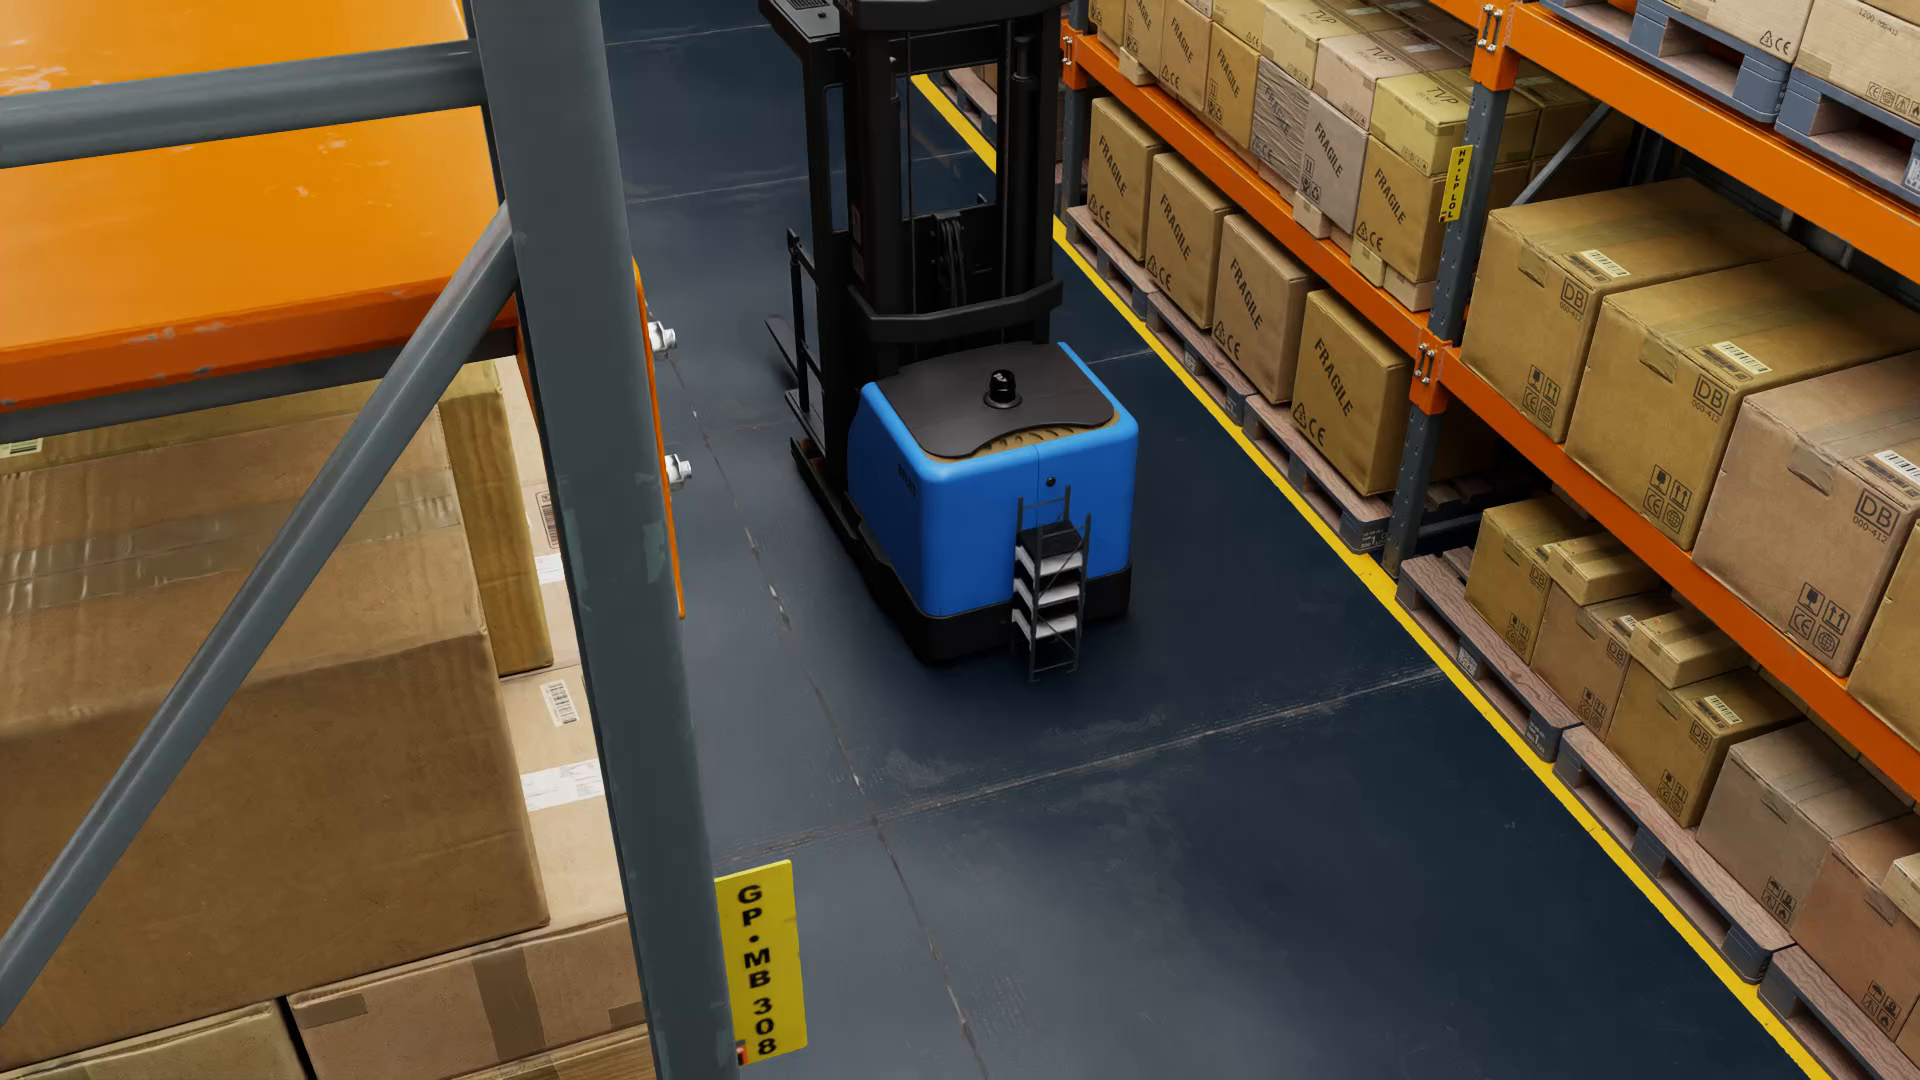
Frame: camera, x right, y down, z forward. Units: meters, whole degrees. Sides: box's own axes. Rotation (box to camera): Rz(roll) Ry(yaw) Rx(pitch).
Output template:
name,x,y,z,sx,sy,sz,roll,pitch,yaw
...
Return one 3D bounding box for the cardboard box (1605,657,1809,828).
name,x,y,z,sx,sy,sz,roll,pitch,yaw
cardboard box,3.039,0.709,6.544,0.700,0.500,0.500,-12,39,-15

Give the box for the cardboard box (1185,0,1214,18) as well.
name,x,y,z,sx,sy,sz,roll,pitch,yaw
cardboard box,1.432,-2.971,8.731,0.500,0.250,0.500,-12,39,-16

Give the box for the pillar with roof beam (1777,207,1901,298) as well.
name,x,y,z,sx,sy,sz,roll,pitch,yaw
pillar with roof beam,-0.456,-2.428,3.995,9.100,9.000,0.400,-12,39,-16

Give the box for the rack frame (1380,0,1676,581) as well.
name,x,y,z,sx,sy,sz,roll,pitch,yaw
rack frame,2.533,-1.140,7.270,1.000,3.000,0.127,-12,39,-16

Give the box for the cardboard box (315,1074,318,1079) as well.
name,x,y,z,sx,sy,sz,roll,pitch,yaw
cardboard box,-1.164,0.774,2.361,0.500,0.250,0.500,-12,39,-16

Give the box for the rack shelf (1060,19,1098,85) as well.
name,x,y,z,sx,sy,sz,roll,pitch,yaw
rack shelf,0.469,-4.242,11.986,1.077,0.370,4.000,-12,39,-16

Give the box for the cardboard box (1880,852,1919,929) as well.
name,x,y,z,sx,sy,sz,roll,pitch,yaw
cardboard box,3.271,1.138,5.436,0.380,0.149,0.250,-11,38,-15

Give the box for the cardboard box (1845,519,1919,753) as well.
name,x,y,z,sx,sy,sz,roll,pitch,yaw
cardboard box,3.464,0.305,5.102,0.980,0.700,0.700,-13,39,-16

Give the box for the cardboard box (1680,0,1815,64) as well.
name,x,y,z,sx,sy,sz,roll,pitch,yaw
cardboard box,2.686,-1.750,5.280,0.500,0.250,0.500,-13,39,-17

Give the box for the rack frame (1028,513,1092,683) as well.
name,x,y,z,sx,sy,sz,roll,pitch,yaw
rack frame,0.425,0.264,7.152,0.240,0.900,0.006,-14,42,-17

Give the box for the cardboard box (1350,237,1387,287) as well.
name,x,y,z,sx,sy,sz,roll,pitch,yaw
cardboard box,2.042,-1.318,7.698,0.380,0.149,0.250,-12,39,-15

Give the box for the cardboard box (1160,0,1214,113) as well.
name,x,y,z,sx,sy,sz,roll,pitch,yaw
cardboard box,1.425,-2.660,8.942,0.500,0.500,0.500,-13,39,-16

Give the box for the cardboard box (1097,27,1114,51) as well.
name,x,y,z,sx,sy,sz,roll,pitch,yaw
cardboard box,1.053,-3.073,10.029,0.380,0.149,0.250,-13,39,-17

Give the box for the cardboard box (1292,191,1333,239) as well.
name,x,y,z,sx,sy,sz,roll,pitch,yaw
cardboard box,1.849,-1.610,8.087,0.380,0.149,0.250,-12,39,-16

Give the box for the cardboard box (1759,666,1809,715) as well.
name,x,y,z,sx,sy,sz,roll,pitch,yaw
cardboard box,3.281,0.487,6.300,0.380,0.149,0.250,-13,39,-17

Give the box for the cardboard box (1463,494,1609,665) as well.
name,x,y,z,sx,sy,sz,roll,pitch,yaw
cardboard box,2.694,0.135,7.307,0.700,0.500,0.500,-12,39,-15

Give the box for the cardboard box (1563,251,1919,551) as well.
name,x,y,z,sx,sy,sz,roll,pitch,yaw
cardboard box,2.951,-0.536,6.220,0.980,0.700,0.700,-13,39,-17

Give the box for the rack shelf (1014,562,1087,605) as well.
name,x,y,z,sx,sy,sz,roll,pitch,yaw
rack shelf,0.388,0.160,7.188,0.258,0.077,0.200,-14,42,-17

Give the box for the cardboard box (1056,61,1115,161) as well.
name,x,y,z,sx,sy,sz,roll,pitch,yaw
cardboard box,0.860,-2.973,11.415,0.700,0.500,0.500,-12,39,-15

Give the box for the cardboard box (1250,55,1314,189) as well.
name,x,y,z,sx,sy,sz,roll,pitch,yaw
cardboard box,1.788,-2.087,8.180,0.500,0.500,0.500,-12,39,-16

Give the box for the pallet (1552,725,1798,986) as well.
name,x,y,z,sx,sy,sz,roll,pitch,yaw
pallet,3.145,1.110,6.601,1.003,0.211,1.213,-12,39,-16

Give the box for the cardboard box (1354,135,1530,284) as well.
name,x,y,z,sx,sy,sz,roll,pitch,yaw
cardboard box,2.138,-1.515,7.421,0.500,0.500,0.500,-13,39,-17

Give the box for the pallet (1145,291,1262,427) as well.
name,x,y,z,sx,sy,sz,roll,pitch,yaw
pallet,1.773,-1.137,9.584,1.003,0.211,1.213,-12,39,-16

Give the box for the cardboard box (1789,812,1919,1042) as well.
name,x,y,z,sx,sy,sz,roll,pitch,yaw
cardboard box,3.403,1.293,5.769,0.700,0.500,0.500,-13,39,-16

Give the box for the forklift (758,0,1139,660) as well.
name,x,y,z,sx,sy,sz,roll,pitch,yaw
forklift,-0.239,-1.521,7.833,1.130,2.935,3.031,-14,39,-18

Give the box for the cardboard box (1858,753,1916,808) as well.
name,x,y,z,sx,sy,sz,roll,pitch,yaw
cardboard box,3.457,0.775,5.918,0.380,0.149,0.250,-12,39,-15

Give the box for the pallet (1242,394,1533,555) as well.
name,x,y,z,sx,sy,sz,roll,pitch,yaw
pallet,2.197,-0.446,8.667,1.003,0.211,1.213,-12,39,-16

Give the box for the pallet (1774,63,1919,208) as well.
name,x,y,z,sx,sy,sz,roll,pitch,yaw
pallet,3.221,-1.150,4.864,1.003,0.211,1.213,-12,39,-16

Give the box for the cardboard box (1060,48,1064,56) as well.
name,x,y,z,sx,sy,sz,roll,pitch,yaw
cardboard box,0.723,-3.607,11.634,0.500,0.250,0.500,-12,39,-15

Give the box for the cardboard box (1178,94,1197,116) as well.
name,x,y,z,sx,sy,sz,roll,pitch,yaw
cardboard box,1.443,-2.500,9.268,0.380,0.149,0.250,-12,39,-15

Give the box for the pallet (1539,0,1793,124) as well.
name,x,y,z,sx,sy,sz,roll,pitch,yaw
pallet,2.805,-1.838,5.778,1.003,0.211,1.213,-12,39,-16

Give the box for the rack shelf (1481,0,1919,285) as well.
name,x,y,z,sx,sy,sz,roll,pitch,yaw
rack shelf,3.222,-0.921,5.084,1.077,0.370,4.000,-12,39,-16

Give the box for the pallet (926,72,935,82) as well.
name,x,y,z,sx,sy,sz,roll,pitch,yaw
pallet,0.050,-4.106,13.525,1.003,0.211,1.213,-12,39,-16

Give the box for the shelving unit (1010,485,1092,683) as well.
name,x,y,z,sx,sy,sz,roll,pitch,yaw
shelving unit,0.387,0.203,7.224,0.258,0.900,0.210,-14,42,-17

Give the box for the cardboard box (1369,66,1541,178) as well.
name,x,y,z,sx,sy,sz,roll,pitch,yaw
cardboard box,2.132,-1.817,7.199,0.500,0.250,0.500,-12,38,-15

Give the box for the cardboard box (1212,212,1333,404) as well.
name,x,y,z,sx,sy,sz,roll,pitch,yaw
cardboard box,1.879,-1.291,8.908,0.750,0.750,0.750,-11,38,-15

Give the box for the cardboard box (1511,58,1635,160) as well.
name,x,y,z,sx,sy,sz,roll,pitch,yaw
cardboard box,2.620,-1.920,7.336,0.500,0.250,0.500,-11,38,-15

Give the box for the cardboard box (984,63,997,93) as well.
name,x,y,z,sx,sy,sz,roll,pitch,yaw
cardboard box,0.594,-3.563,12.199,0.700,0.500,0.500,-13,39,-16

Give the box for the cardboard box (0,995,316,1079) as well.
name,x,y,z,sx,sy,sz,roll,pitch,yaw
cardboard box,-1.156,0.572,2.213,0.500,0.250,0.500,-12,39,-16

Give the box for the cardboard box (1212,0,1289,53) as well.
name,x,y,z,sx,sy,sz,roll,pitch,yaw
cardboard box,1.614,-2.684,8.350,0.500,0.250,0.500,-13,39,-17

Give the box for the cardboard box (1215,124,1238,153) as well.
name,x,y,z,sx,sy,sz,roll,pitch,yaw
cardboard box,1.591,-2.209,8.882,0.380,0.149,0.250,-12,39,-16

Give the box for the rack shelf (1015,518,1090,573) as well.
name,x,y,z,sx,sy,sz,roll,pitch,yaw
rack shelf,0.391,0.021,7.073,0.258,0.077,0.200,-14,42,-17

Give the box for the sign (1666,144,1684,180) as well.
name,x,y,z,sx,sy,sz,roll,pitch,yaw
sign,3.054,-1.633,7.140,0.100,0.325,0.005,-12,39,-16

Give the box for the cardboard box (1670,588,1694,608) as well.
name,x,y,z,sx,sy,sz,roll,pitch,yaw
cardboard box,3.105,0.198,6.683,0.380,0.149,0.250,-14,39,-17

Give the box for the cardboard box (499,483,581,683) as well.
name,x,y,z,sx,sy,sz,roll,pitch,yaw
cardboard box,-0.838,0.182,2.732,0.500,0.250,0.500,-12,39,-16

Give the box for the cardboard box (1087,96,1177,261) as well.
name,x,y,z,sx,sy,sz,roll,pitch,yaw
cardboard box,1.287,-2.266,10.203,0.750,0.750,0.750,-13,39,-17

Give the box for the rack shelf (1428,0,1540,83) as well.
name,x,y,z,sx,sy,sz,roll,pitch,yaw
rack shelf,1.845,-3.180,8.084,1.077,0.370,4.000,-12,39,-16

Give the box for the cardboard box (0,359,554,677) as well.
name,x,y,z,sx,sy,sz,roll,pitch,yaw
cardboard box,-1.025,-0.077,2.451,0.700,0.500,0.500,-12,39,-16

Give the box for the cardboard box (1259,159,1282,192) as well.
name,x,y,z,sx,sy,sz,roll,pitch,yaw
cardboard box,1.755,-1.907,8.480,0.380,0.149,0.250,-13,39,-17

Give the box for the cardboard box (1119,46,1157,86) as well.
name,x,y,z,sx,sy,sz,roll,pitch,yaw
cardboard box,1.143,-2.761,9.615,0.380,0.149,0.250,-11,38,-15

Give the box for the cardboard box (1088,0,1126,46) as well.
name,x,y,z,sx,sy,sz,roll,pitch,yaw
cardboard box,1.084,-3.239,9.710,0.500,0.500,0.500,-11,38,-15

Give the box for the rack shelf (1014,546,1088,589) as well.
name,x,y,z,sx,sy,sz,roll,pitch,yaw
rack shelf,0.390,0.090,7.130,0.258,0.077,0.200,-14,42,-17

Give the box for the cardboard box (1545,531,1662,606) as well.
name,x,y,z,sx,sy,sz,roll,pitch,yaw
cardboard box,2.641,0.107,6.805,0.380,0.149,0.250,-11,38,-14
